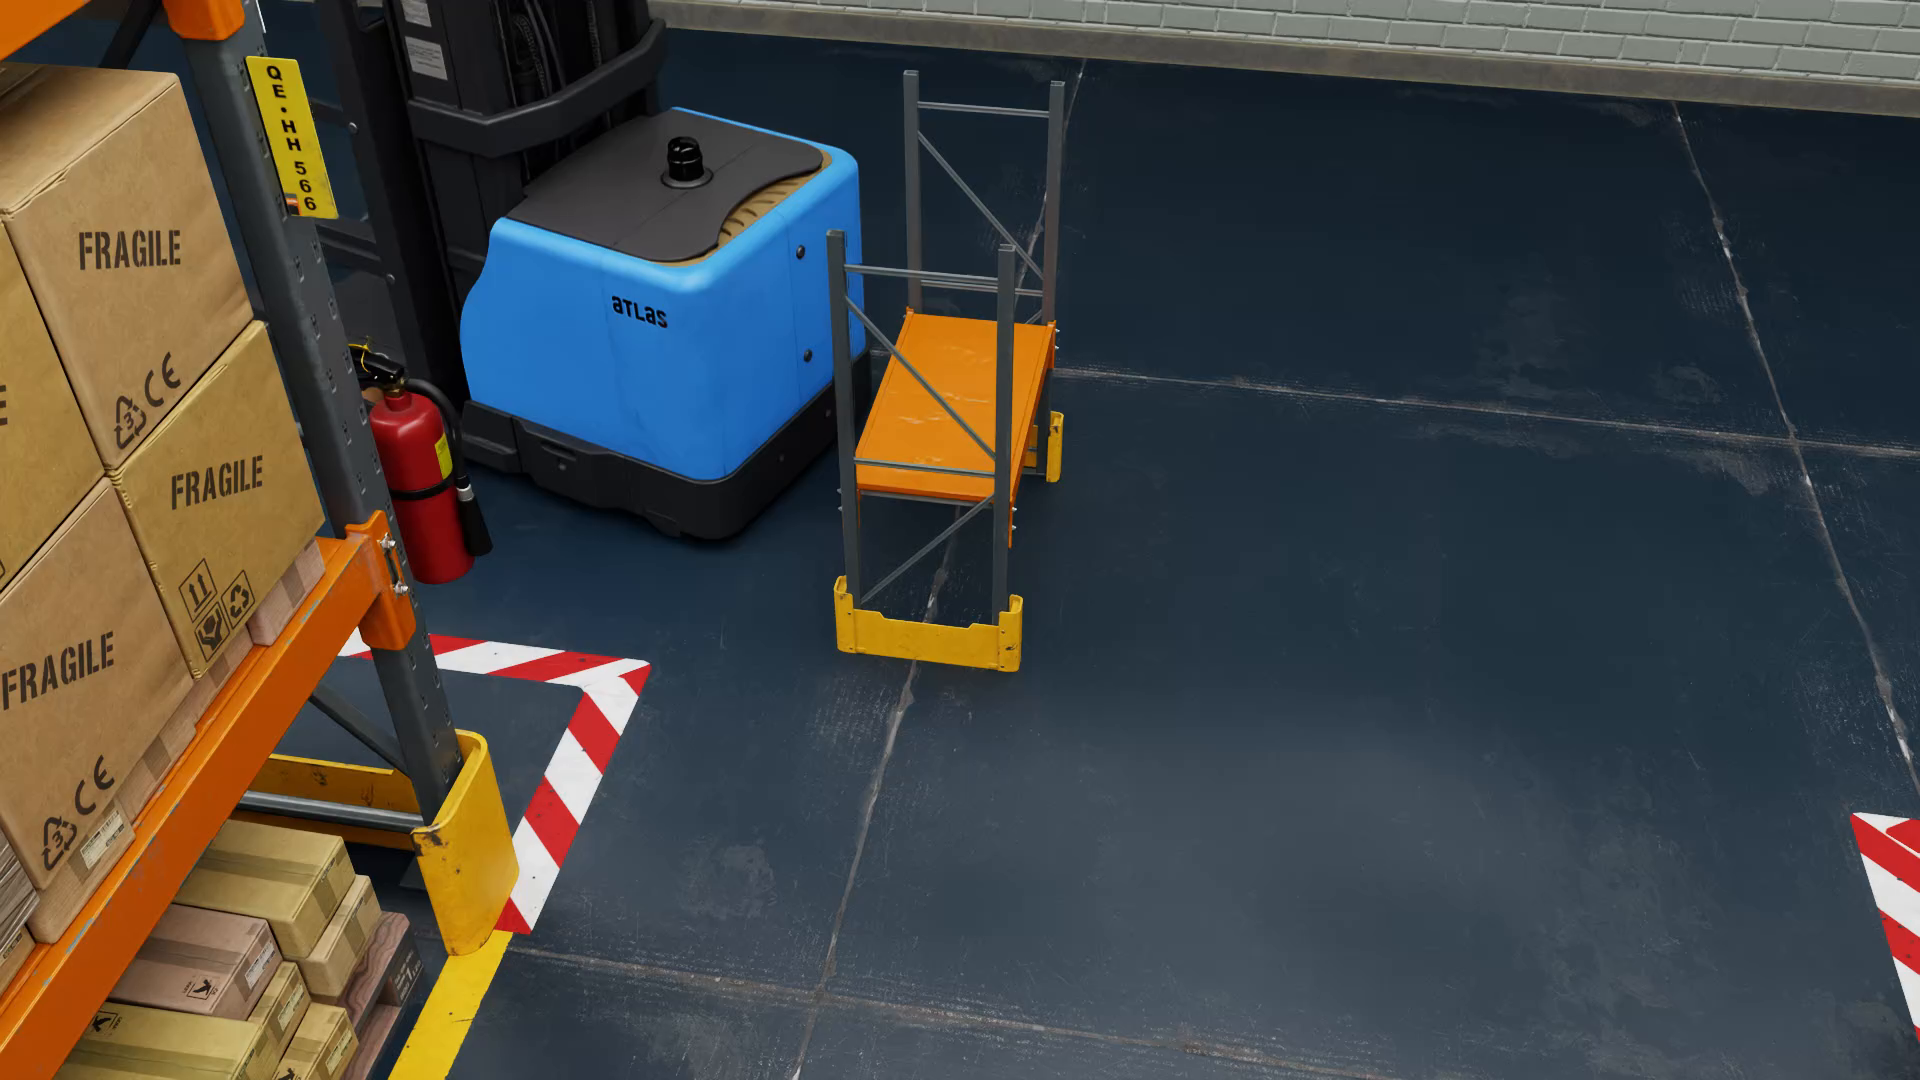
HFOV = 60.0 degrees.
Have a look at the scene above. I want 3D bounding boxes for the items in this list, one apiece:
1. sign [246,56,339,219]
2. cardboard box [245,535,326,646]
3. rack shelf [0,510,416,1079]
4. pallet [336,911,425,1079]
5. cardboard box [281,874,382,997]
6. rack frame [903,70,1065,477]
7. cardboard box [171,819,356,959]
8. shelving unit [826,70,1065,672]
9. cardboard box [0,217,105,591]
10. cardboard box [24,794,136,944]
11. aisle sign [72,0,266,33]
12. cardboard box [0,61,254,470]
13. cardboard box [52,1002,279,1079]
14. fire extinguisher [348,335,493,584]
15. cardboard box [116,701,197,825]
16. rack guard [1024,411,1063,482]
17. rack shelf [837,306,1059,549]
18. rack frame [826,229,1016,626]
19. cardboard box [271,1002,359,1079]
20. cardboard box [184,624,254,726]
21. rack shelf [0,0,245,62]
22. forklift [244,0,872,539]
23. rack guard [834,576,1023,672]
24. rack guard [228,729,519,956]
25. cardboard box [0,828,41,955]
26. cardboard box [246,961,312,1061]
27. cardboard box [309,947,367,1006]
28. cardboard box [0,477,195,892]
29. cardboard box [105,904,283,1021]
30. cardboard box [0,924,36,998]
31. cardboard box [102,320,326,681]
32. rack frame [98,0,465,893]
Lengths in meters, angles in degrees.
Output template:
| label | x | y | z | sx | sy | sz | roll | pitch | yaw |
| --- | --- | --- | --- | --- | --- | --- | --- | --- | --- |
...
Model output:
| label | x | y | z | sx | sy | sz | roll | pitch | yaw |
| --- | --- | --- | --- | --- | --- | --- | --- | --- | --- |
| sign | -1.266 | -0.759 | 3.158 | 0.100 | 0.325 | 0.005 | 6 | 40 | 8 |
| cardboard box | -1.587 | 0.067 | 3.511 | 0.380 | 0.149 | 0.250 | 6 | 40 | 8 |
| rack shelf | -2.155 | 1.267 | 2.428 | 1.077 | 0.370 | 4.000 | 6 | 40 | 8 |
| pallet | -1.997 | 1.363 | 3.935 | 1.003 | 0.211 | 1.213 | 6 | 40 | 8 |
| cardboard box | -1.619 | 0.920 | 3.958 | 0.380 | 0.149 | 0.250 | 5 | 40 | 6 |
| rack frame | 0.073 | -0.844 | 5.593 | 0.500 | 1.500 | 0.032 | 6 | 40 | 8 |
| cardboard box | -1.651 | 0.803 | 3.866 | 0.380 | 0.149 | 0.250 | 7 | 40 | 8 |
| shelving unit | -0.013 | -0.530 | 5.214 | 0.587 | 1.500 | 1.083 | 6 | 40 | 8 |
| cardboard box | -1.731 | -0.171 | 2.506 | 0.500 | 0.500 | 0.500 | 5 | 40 | 6 |
| cardboard box | -1.717 | 0.541 | 2.939 | 0.380 | 0.149 | 0.250 | 7 | 40 | 9 |
| aisle sign | -1.501 | -1.280 | 2.904 | 0.394 | 0.787 | 0.004 | 6 | 40 | 8 |
| cardboard box | -1.643 | -0.489 | 2.891 | 0.500 | 0.500 | 0.500 | 6 | 40 | 7 |
| cardboard box | -1.671 | 1.131 | 3.469 | 0.380 | 0.149 | 0.250 | 6 | 40 | 7 |
| fire extinguisher | -1.311 | -0.199 | 3.990 | 0.296 | 0.674 | 0.183 | 6 | 40 | 8 |
| cardboard box | -1.695 | 0.378 | 3.135 | 0.380 | 0.149 | 0.250 | 6 | 40 | 7 |
| rack guard | 0.073 | -0.361 | 5.990 | 0.587 | 0.250 | 0.087 | 6 | 40 | 8 |
| rack shelf | -0.015 | -0.386 | 5.322 | 0.538 | 0.185 | 1.000 | 6 | 40 | 8 |
| rack frame | -0.103 | -0.205 | 4.821 | 0.500 | 1.500 | 0.032 | 6 | 40 | 8 |
| cardboard box | -1.639 | 1.198 | 3.855 | 0.380 | 0.149 | 0.250 | 8 | 40 | 9 |
| cardboard box | -1.667 | 0.219 | 3.328 | 0.380 | 0.149 | 0.250 | 6 | 40 | 8 |
| rack shelf | -2.155 | 0.111 | 1.472 | 1.077 | 0.370 | 4.000 | 6 | 40 | 8 |
| forklift | -1.874 | -1.808 | 5.637 | 3.031 | 2.935 | 1.130 | 19 | 43 | 22 |
| rack guard | -0.099 | 0.264 | 5.234 | 0.587 | 0.250 | 0.087 | 6 | 40 | 8 |
| rack guard | -1.822 | 0.746 | 4.455 | 1.175 | 0.500 | 0.348 | 6 | 40 | 8 |
| cardboard box | -1.806 | 0.534 | 2.438 | 0.500 | 0.500 | 0.500 | 7 | 40 | 8 |
| cardboard box | -1.717 | 1.078 | 3.766 | 0.380 | 0.149 | 0.250 | 6 | 40 | 7 |
| cardboard box | -1.694 | 1.025 | 4.064 | 0.380 | 0.149 | 0.250 | 7 | 40 | 8 |
| cardboard box | -1.727 | 0.215 | 2.824 | 0.500 | 0.500 | 0.500 | 6 | 40 | 7 |
| cardboard box | -1.751 | 0.954 | 3.683 | 0.380 | 0.149 | 0.250 | 7 | 40 | 9 |
| cardboard box | -1.791 | 0.703 | 2.742 | 0.380 | 0.149 | 0.250 | 5 | 40 | 6 |
| cardboard box | -1.633 | -0.108 | 3.215 | 0.500 | 0.500 | 0.500 | 7 | 40 | 9 |
| rack frame | -1.809 | -0.265 | 3.717 | 1.000 | 3.000 | 0.127 | 6 | 40 | 8 |
